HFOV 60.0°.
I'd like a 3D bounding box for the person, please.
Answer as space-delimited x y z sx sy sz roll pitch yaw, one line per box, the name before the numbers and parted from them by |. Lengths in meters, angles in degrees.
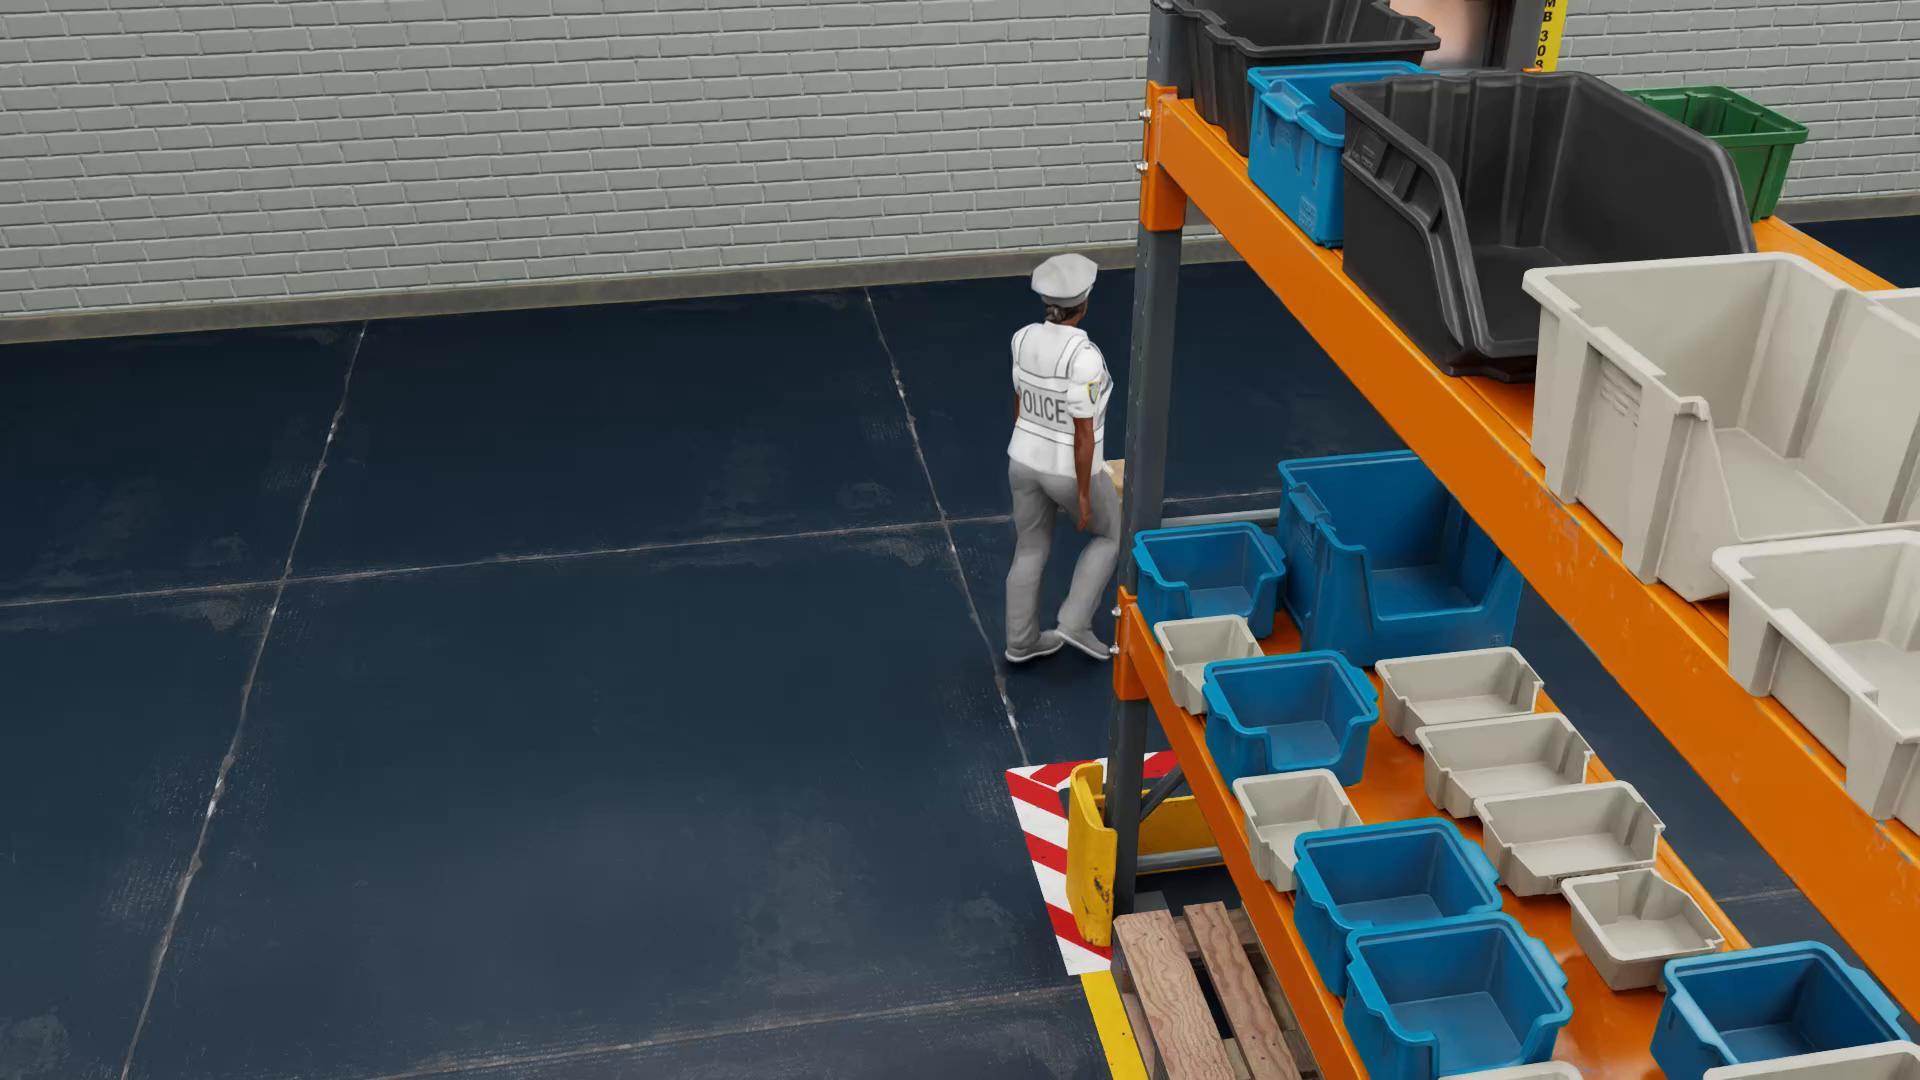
person | 0.395 -0.280 6.543 0.515 1.673 0.493 24 39 35
